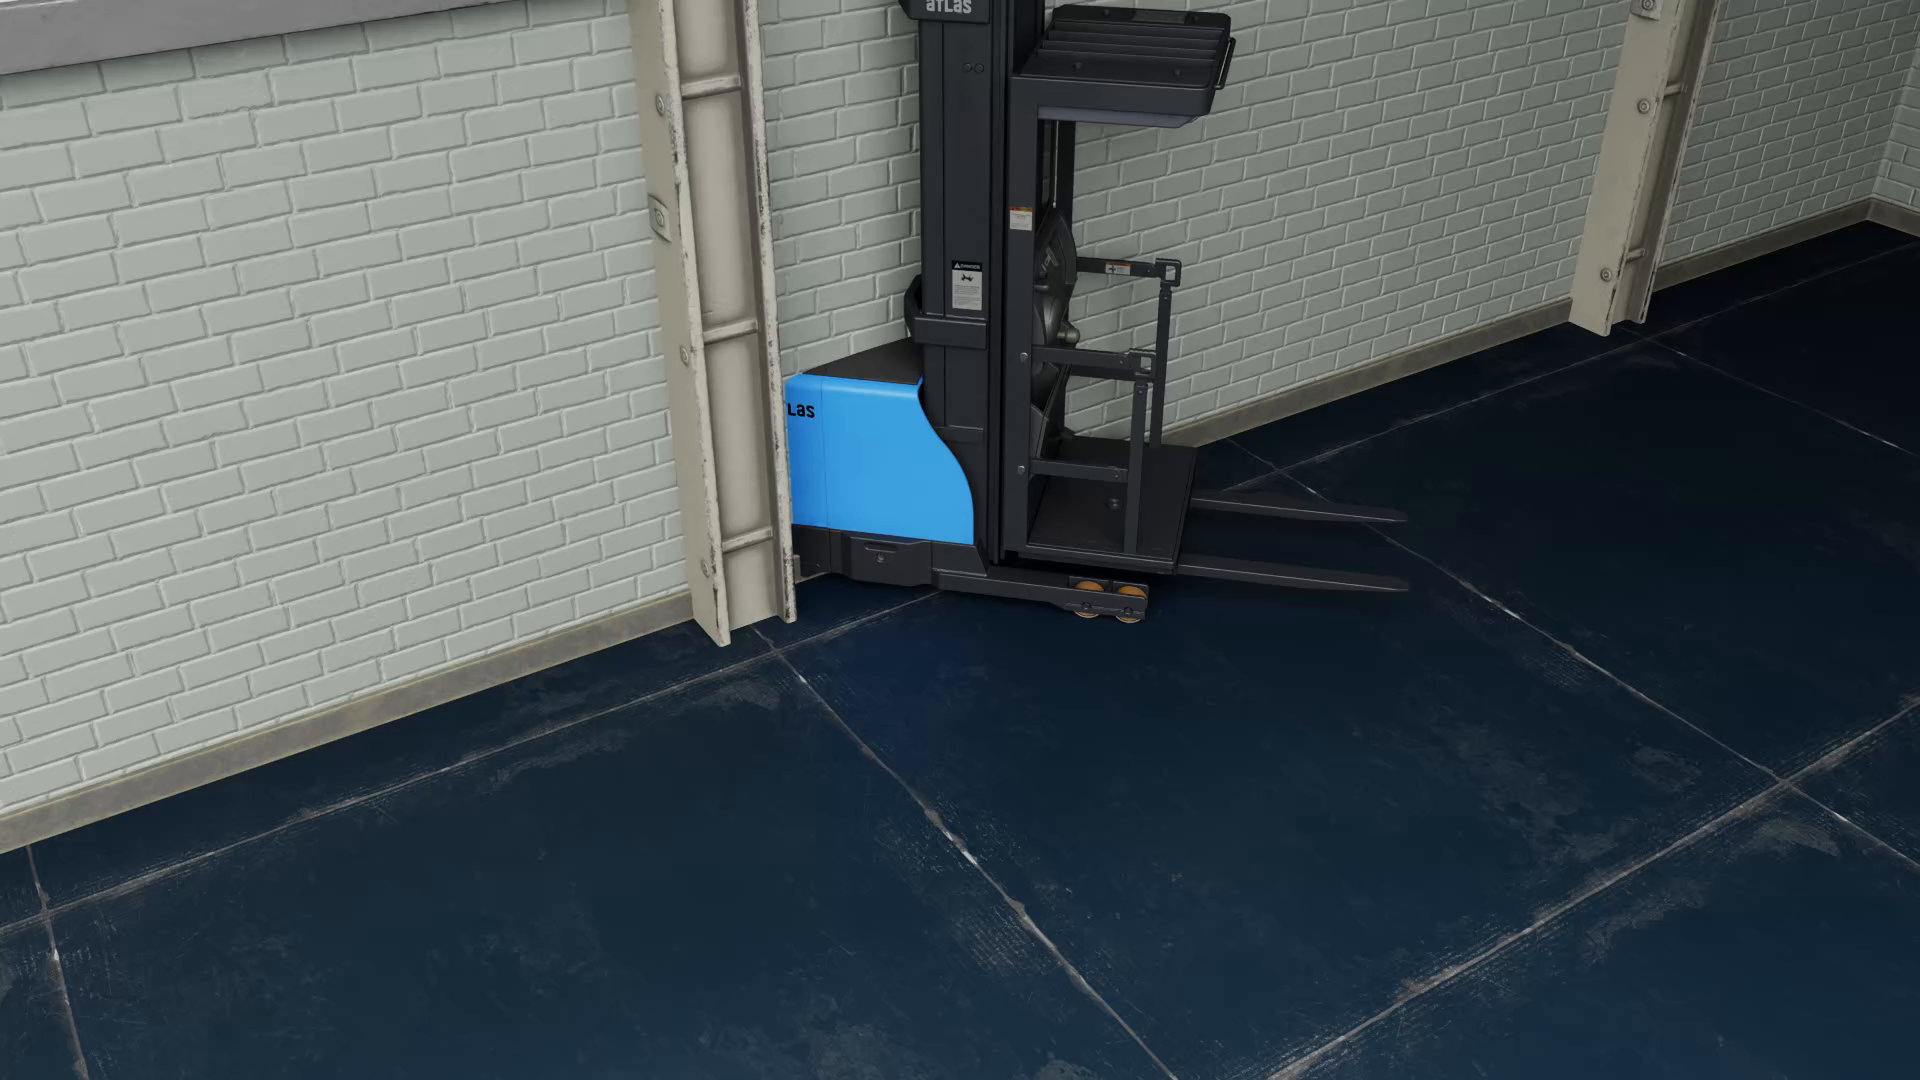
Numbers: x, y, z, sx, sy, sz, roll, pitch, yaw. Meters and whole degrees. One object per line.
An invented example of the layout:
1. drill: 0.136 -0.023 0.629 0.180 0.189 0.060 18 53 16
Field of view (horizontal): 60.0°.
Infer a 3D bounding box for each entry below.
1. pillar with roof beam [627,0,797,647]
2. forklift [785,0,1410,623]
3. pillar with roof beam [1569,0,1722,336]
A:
1. pillar with roof beam: 1.335 -1.519 2.224 0.400 9.000 9.100 -19 37 -27
2. forklift: 0.610 -1.170 7.357 3.031 2.935 1.130 7 33 10
3. pillar with roof beam: 6.378 -3.254 4.973 0.400 9.000 9.100 -19 37 -27
